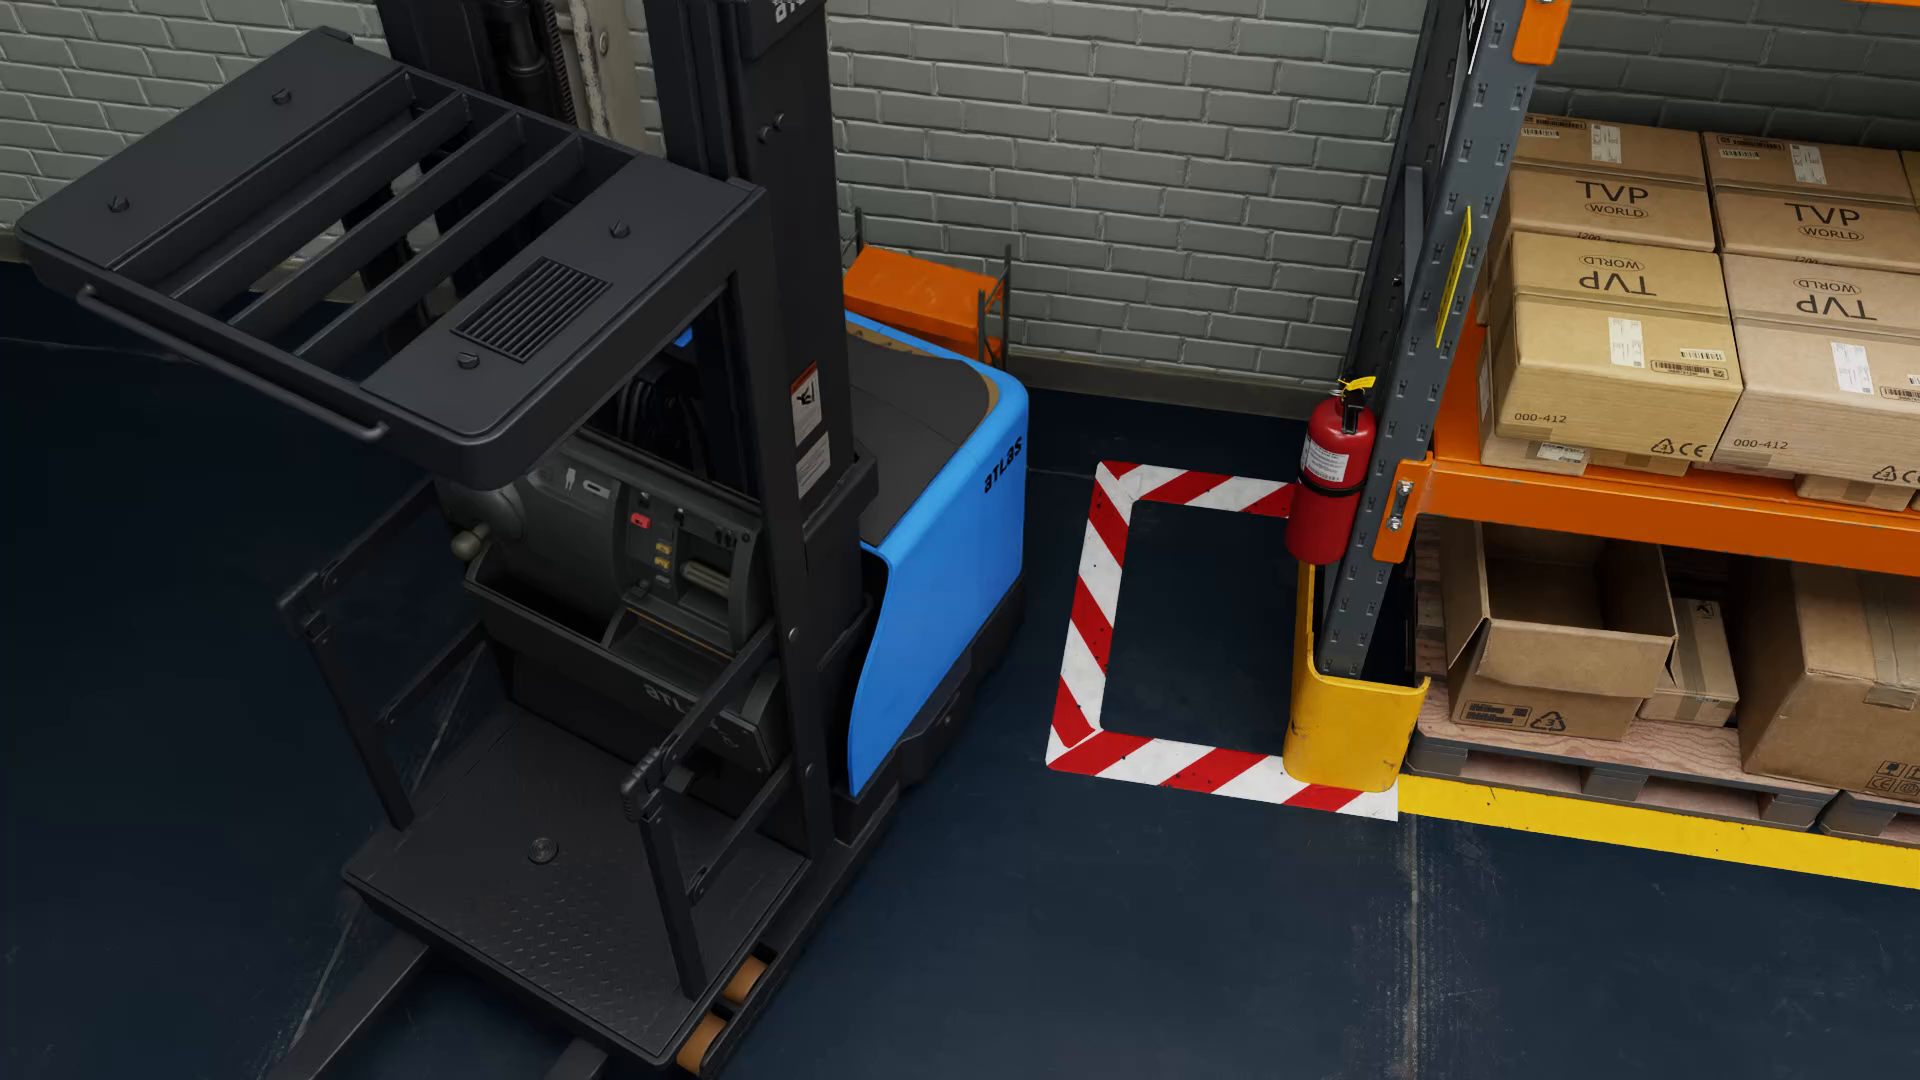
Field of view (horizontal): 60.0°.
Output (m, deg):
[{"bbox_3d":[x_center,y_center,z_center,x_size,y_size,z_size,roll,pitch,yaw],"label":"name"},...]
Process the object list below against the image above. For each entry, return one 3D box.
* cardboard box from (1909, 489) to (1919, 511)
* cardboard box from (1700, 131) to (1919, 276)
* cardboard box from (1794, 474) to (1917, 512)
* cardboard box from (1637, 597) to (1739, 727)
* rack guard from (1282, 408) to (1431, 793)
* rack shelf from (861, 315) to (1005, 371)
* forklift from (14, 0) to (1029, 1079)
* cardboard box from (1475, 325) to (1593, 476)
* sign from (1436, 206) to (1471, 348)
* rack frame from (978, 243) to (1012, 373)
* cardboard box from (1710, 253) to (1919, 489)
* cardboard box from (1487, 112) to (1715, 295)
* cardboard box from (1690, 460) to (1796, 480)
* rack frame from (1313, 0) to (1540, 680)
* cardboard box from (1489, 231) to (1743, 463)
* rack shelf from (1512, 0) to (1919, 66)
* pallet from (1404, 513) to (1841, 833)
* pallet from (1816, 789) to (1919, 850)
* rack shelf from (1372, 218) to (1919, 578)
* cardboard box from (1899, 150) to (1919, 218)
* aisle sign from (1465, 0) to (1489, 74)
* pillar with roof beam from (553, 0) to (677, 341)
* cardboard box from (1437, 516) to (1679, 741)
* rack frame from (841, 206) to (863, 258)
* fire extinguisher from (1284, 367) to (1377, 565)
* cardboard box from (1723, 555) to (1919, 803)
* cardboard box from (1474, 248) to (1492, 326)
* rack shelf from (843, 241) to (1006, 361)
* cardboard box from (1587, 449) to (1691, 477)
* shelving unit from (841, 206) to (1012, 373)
[{"bbox_3d":[2.482,-0.239,4.117,0.250,0.149,0.380,8,49,7],"label":"cardboard box"},{"bbox_3d":[2.191,-0.800,4.353,0.500,0.250,0.500,8,49,7],"label":"cardboard box"},{"bbox_3d":[2.220,-0.270,4.145,0.250,0.149,0.380,9,49,8],"label":"cardboard box"},{"bbox_3d":[2.180,0.361,5.043,0.250,0.149,0.380,6,48,5],"label":"cardboard box"},{"bbox_3d":[1.259,0.159,5.271,0.348,0.500,1.175,8,49,7],"label":"rack guard"},{"bbox_3d":[-0.124,-0.566,5.242,0.480,0.148,0.258,16,50,14],"label":"rack shelf"},{"bbox_3d":[-0.966,0.053,3.732,1.130,2.935,3.031,23,52,20],"label":"forklift"},{"bbox_3d":[1.459,-0.358,4.224,0.250,0.149,0.380,7,48,7],"label":"cardboard box"},{"bbox_3d":[1.087,-0.578,3.671,0.005,0.325,0.100,8,49,7],"label":"sign"},{"bbox_3d":[0.103,-0.395,5.298,0.015,1.200,0.240,16,50,14],"label":"rack frame"},{"bbox_3d":[2.079,-0.412,4.004,0.500,0.250,0.500,8,49,7],"label":"cardboard box"},{"bbox_3d":[1.684,-0.869,4.415,0.500,0.250,0.500,9,49,8],"label":"cardboard box"},{"bbox_3d":[1.982,-0.349,4.216,0.250,0.149,0.380,7,48,6],"label":"cardboard box"},{"bbox_3d":[1.184,-0.686,4.350,0.127,3.000,1.000,8,49,7],"label":"rack frame"},{"bbox_3d":[1.582,-0.478,4.064,0.500,0.250,0.500,8,49,7],"label":"cardboard box"},{"bbox_3d":[3.152,-1.184,3.264,4.000,0.370,1.077,8,49,7],"label":"rack shelf"},{"bbox_3d":[2.043,0.361,5.284,1.213,0.211,1.003,8,49,7],"label":"pallet"},{"bbox_3d":[3.240,0.524,5.138,1.213,0.211,1.003,8,49,7],"label":"pallet"},{"bbox_3d":[3.152,-0.181,4.380,4.000,0.370,1.077,8,49,7],"label":"rack shelf"},{"bbox_3d":[2.677,-0.731,4.291,0.500,0.250,0.500,9,49,8],"label":"cardboard box"},{"bbox_3d":[1.064,-1.349,3.198,0.004,0.787,0.394,8,49,7],"label":"aisle sign"},{"bbox_3d":[-2.075,-0.557,0.200,0.400,9.000,9.100,8,49,7],"label":"pillar with roof beam"},{"bbox_3d":[1.769,0.158,4.987,0.637,0.503,0.797,6,48,5],"label":"cardboard box"},{"bbox_3d":[-0.351,-0.529,5.419,0.015,1.200,0.240,16,50,14],"label":"rack frame"},{"bbox_3d":[0.957,-0.217,4.231,0.183,0.674,0.296,8,49,7],"label":"fire extinguisher"},{"bbox_3d":[2.603,0.301,4.861,0.500,0.500,0.700,9,49,8],"label":"cardboard box"},{"bbox_3d":[1.558,-0.755,4.581,0.250,0.149,0.380,7,48,6],"label":"cardboard box"},{"bbox_3d":[-0.124,-0.725,5.066,0.480,0.148,0.258,16,50,14],"label":"rack shelf"},{"bbox_3d":[1.717,-0.358,4.224,0.250,0.149,0.380,9,49,8],"label":"cardboard box"},{"bbox_3d":[-0.124,-0.462,5.358,0.503,1.200,0.258,16,50,14],"label":"shelving unit"}]
